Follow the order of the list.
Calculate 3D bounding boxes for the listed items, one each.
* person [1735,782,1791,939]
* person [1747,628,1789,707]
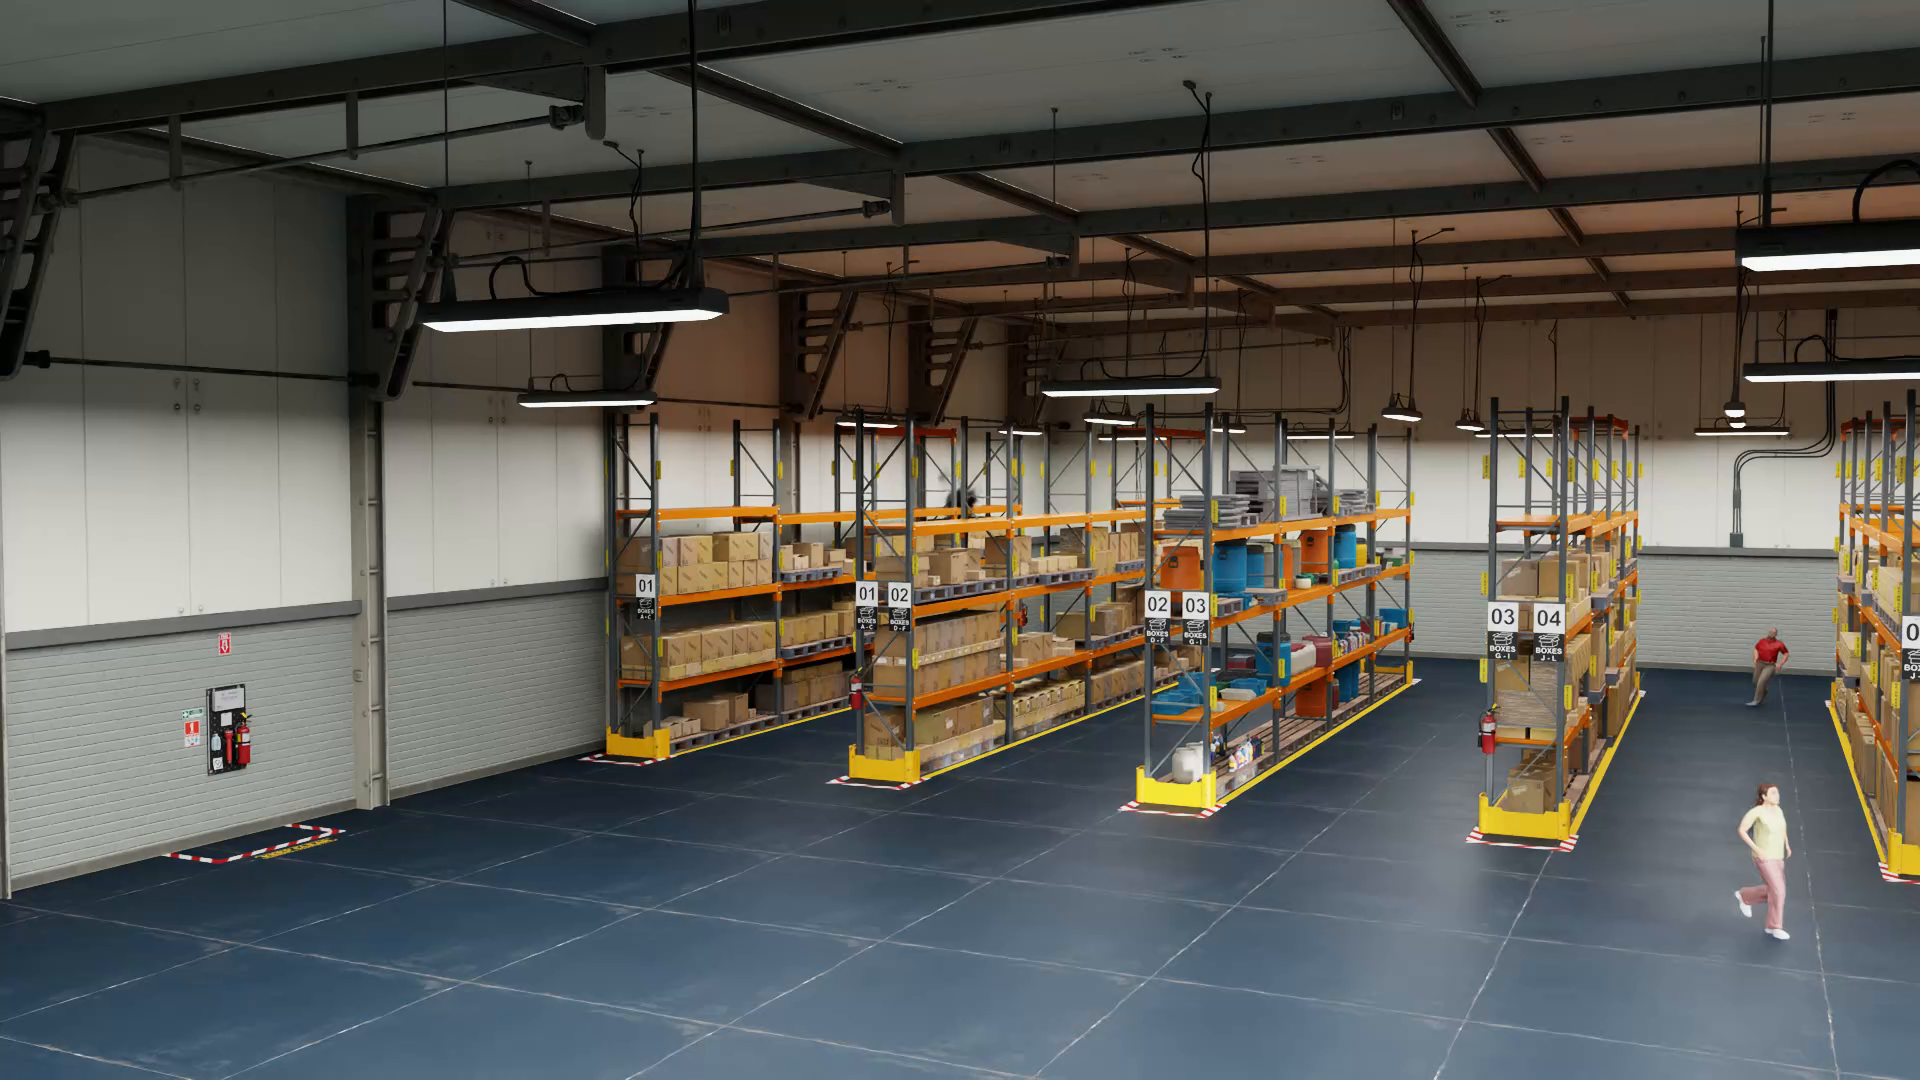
[{"bbox_3d":[8.700,3.428,18.030,0.599,1.640,0.733,-1,3,-26],"label":"person"},{"bbox_3d":[17.098,2.690,35.145,0.798,1.668,0.720,-2,3,-37],"label":"person"}]
